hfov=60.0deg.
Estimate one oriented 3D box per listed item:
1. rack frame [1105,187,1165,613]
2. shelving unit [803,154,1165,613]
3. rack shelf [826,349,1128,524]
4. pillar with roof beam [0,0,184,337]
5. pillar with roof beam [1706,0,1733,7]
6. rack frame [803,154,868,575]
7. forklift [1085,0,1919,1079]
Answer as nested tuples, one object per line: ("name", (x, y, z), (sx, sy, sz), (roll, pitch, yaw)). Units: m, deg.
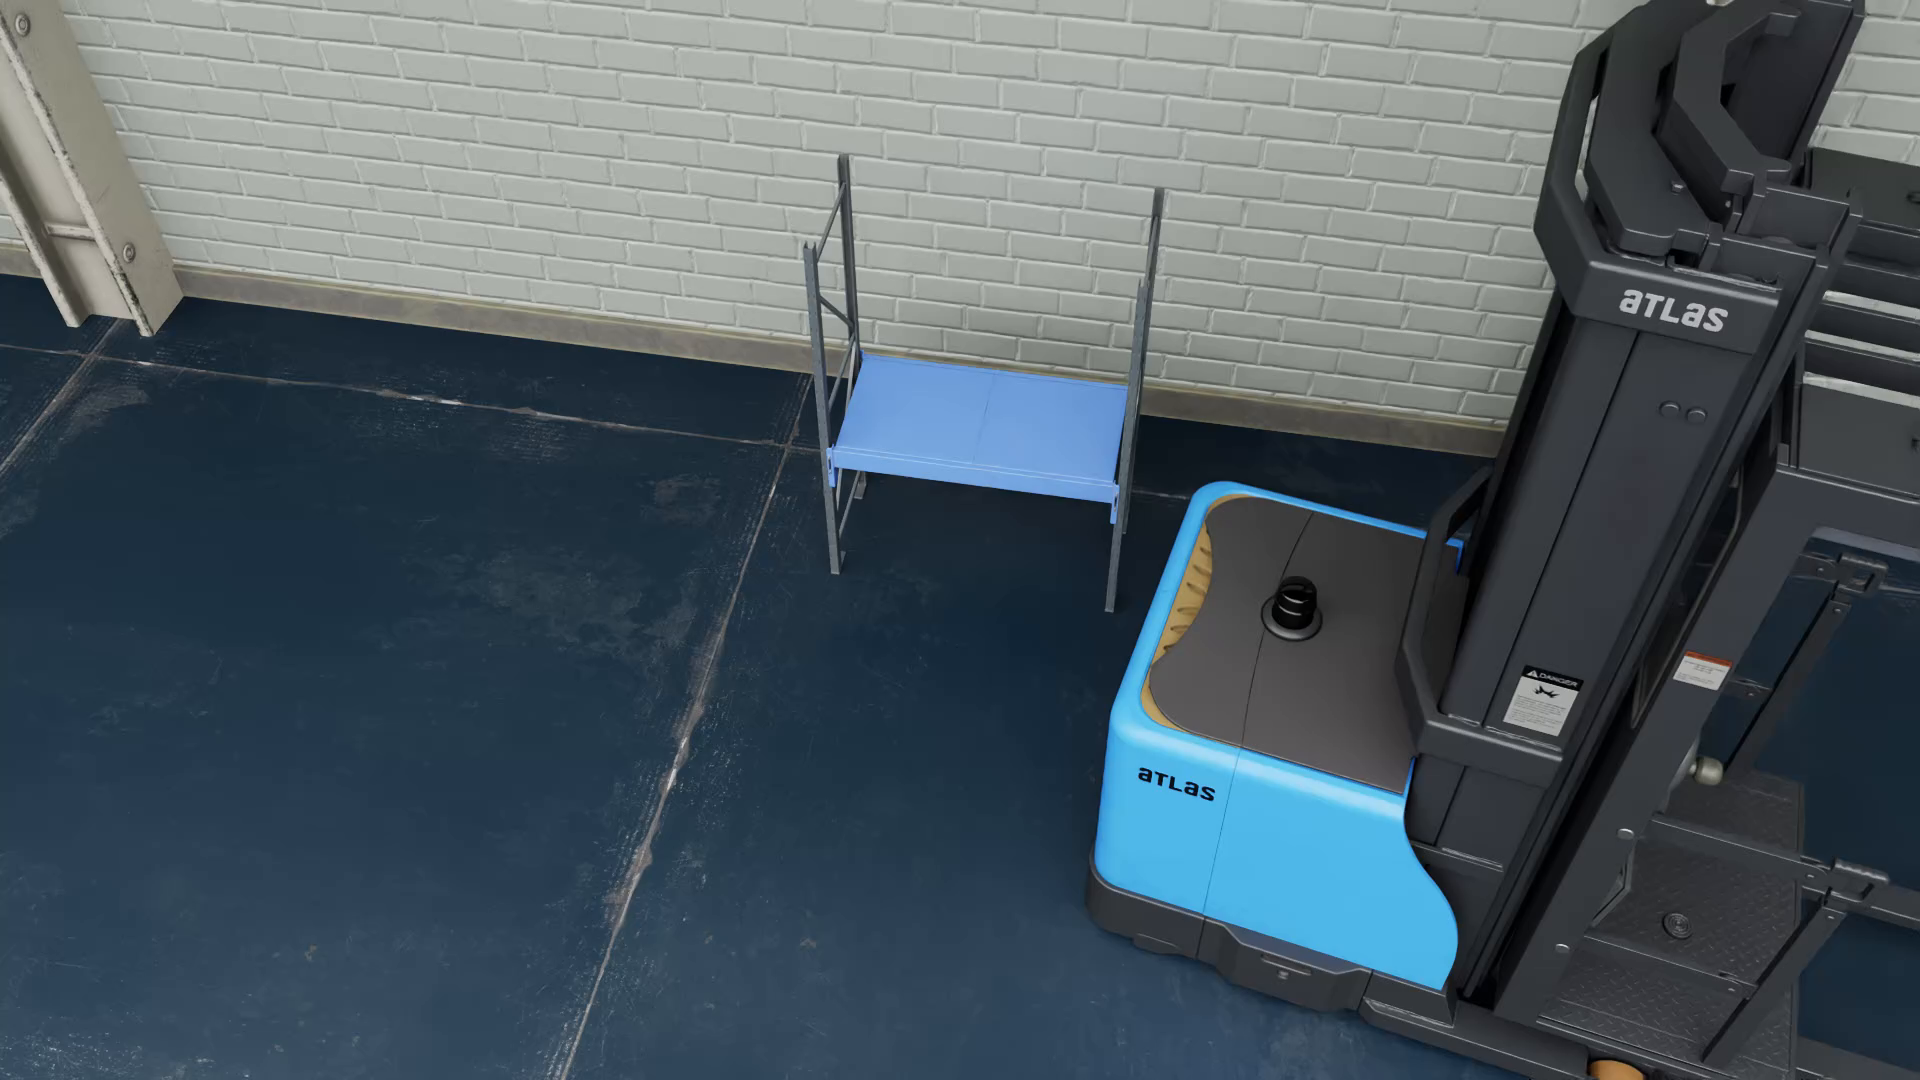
("rack frame", (0.584, -0.423, 5.622), (0.032, 1.500, 0.500), (8, 49, 7))
("shelving unit", (0.084, -0.490, 5.682), (1.048, 1.500, 0.538), (8, 49, 7))
("rack shelf", (0.084, -0.370, 5.816), (1.000, 0.185, 0.538), (8, 49, 7))
("pillar with roof beam", (-4.343, -0.854, 0.967), (0.400, 9.000, 9.100), (8, 49, 7))
("pillar with roof beam", (1.561, -0.060, 0.254), (0.400, 9.000, 9.100), (8, 49, 7))
("rack frame", (-0.416, -0.557, 5.742), (0.032, 1.500, 0.500), (8, 49, 7))
("forklift", (1.959, 0.260, 4.046), (3.031, 2.935, 1.130), (15, 50, 13))
